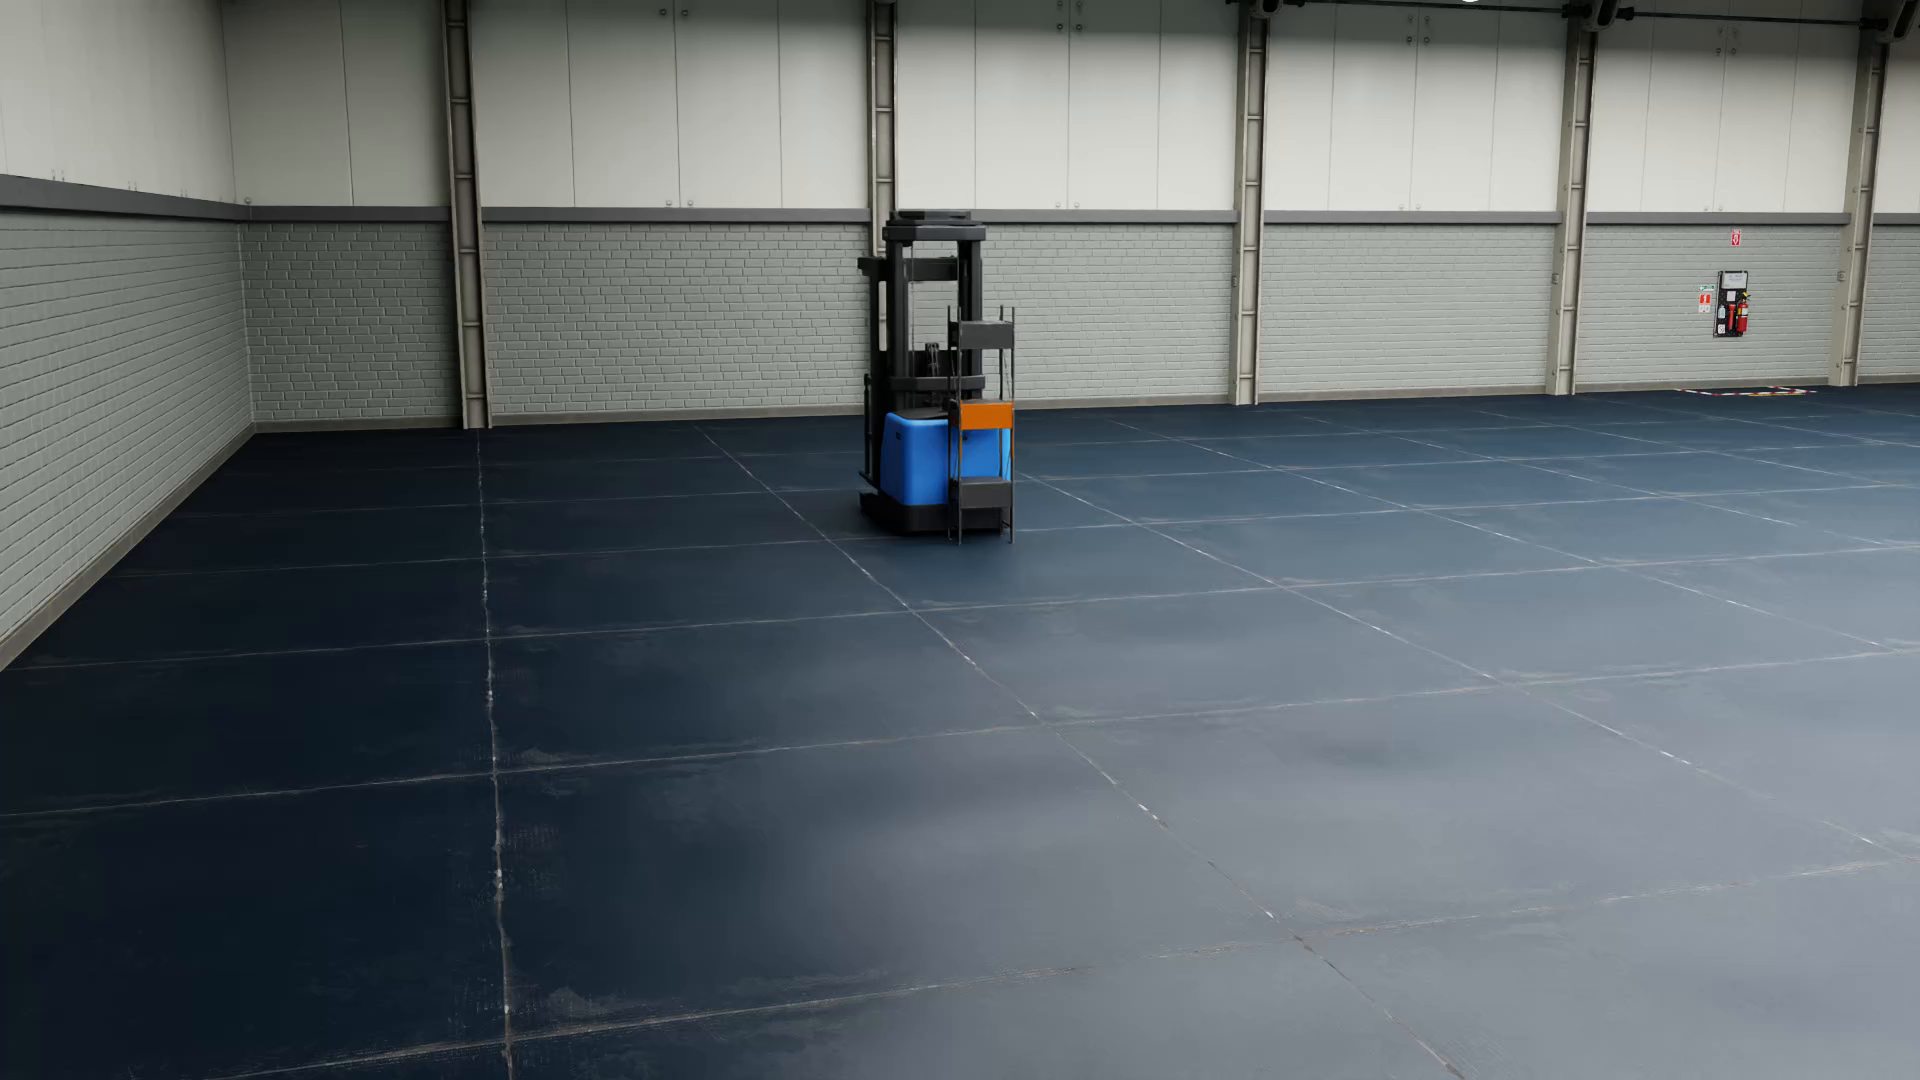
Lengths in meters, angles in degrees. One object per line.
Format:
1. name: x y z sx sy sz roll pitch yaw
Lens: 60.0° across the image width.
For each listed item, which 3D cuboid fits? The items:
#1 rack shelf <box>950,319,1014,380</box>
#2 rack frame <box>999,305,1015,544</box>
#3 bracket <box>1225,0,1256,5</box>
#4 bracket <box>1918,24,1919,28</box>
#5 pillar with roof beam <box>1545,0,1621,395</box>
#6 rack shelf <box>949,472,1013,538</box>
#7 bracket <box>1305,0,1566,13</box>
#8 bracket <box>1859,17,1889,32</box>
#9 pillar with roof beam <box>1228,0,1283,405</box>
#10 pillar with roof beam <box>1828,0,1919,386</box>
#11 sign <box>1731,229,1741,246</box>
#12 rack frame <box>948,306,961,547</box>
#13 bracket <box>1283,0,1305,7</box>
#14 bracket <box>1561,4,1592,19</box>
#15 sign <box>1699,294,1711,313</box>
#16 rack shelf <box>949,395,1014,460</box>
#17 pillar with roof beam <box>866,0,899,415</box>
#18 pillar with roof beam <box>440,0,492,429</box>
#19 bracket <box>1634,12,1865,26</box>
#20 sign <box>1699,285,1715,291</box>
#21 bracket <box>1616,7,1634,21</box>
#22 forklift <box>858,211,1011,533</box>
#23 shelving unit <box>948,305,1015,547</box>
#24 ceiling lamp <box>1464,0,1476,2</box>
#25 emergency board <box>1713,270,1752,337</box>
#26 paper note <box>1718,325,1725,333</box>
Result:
1. rack shelf: 0.185 -1.696 14.670 0.480 0.518 0.431 -3 11 -15
2. rack frame: 0.421 -1.033 14.857 0.015 2.100 0.400 -3 11 -15
3. bracket: 4.311 -8.336 25.530 0.430 0.232 0.235 -3 11 -16
4. bracket: 19.104 -9.116 29.766 4.783 0.066 0.076 -3 11 -16
5. pillar with roof beam: 11.575 -6.204 23.890 0.548 9.000 9.100 -3 11 -16
6. rack shelf: 0.185 -0.319 14.923 0.480 0.518 0.431 -3 11 -15
7. bracket: 7.582 -8.508 26.467 4.783 0.066 0.076 -3 11 -16
8. bracket: 15.833 -8.943 28.829 0.430 0.232 0.235 -3 11 -16
9. pillar with roof beam: 5.814 -5.900 22.241 0.548 9.000 9.100 -3 11 -16
10. pillar with roof beam: 17.336 -6.507 25.539 0.548 9.000 9.100 -3 11 -16
11. sign: 13.714 -5.344 29.386 0.199 0.298 0.001 -3 11 -16
12. rack frame: -0.050 -1.010 14.731 0.015 2.100 0.400 -3 11 -15
13. bracket: 5.108 -8.378 25.759 0.430 0.232 0.235 -3 11 -16
14. bracket: 10.072 -8.640 27.180 0.430 0.232 0.235 -3 11 -16
15. sign: 13.189 -4.194 29.446 0.234 0.329 0.001 -3 11 -16
16. rack shelf: 0.185 -1.008 14.796 0.480 0.518 0.431 -3 11 -15
17. pillar with roof beam: 0.053 -5.596 20.591 0.548 9.000 9.100 -3 11 -16
18. pillar with roof beam: -5.708 -5.293 18.942 0.400 9.000 9.100 -3 11 -16
19. bracket: 13.343 -8.812 28.116 4.783 0.066 0.076 -3 11 -16
20. sign: 13.196 -4.454 29.391 0.331 0.109 0.001 -3 11 -16
21. bracket: 10.869 -8.682 27.408 0.430 0.232 0.235 -3 11 -16
22. forklift: -0.383 -1.732 16.357 1.130 2.935 3.031 -3 11 -14
23. shelving unit: 0.185 -1.021 14.794 0.503 2.100 0.431 -3 11 -15
24. ceiling lamp: 7.175 -7.173 21.715 0.237 0.041 1.941 -3 11 -16
25. emergency board: 13.749 -4.187 29.504 0.643 1.169 0.194 -3 11 -16
26. paper note: 13.560 -3.757 29.600 0.142 0.148 0.016 -3 11 -16
